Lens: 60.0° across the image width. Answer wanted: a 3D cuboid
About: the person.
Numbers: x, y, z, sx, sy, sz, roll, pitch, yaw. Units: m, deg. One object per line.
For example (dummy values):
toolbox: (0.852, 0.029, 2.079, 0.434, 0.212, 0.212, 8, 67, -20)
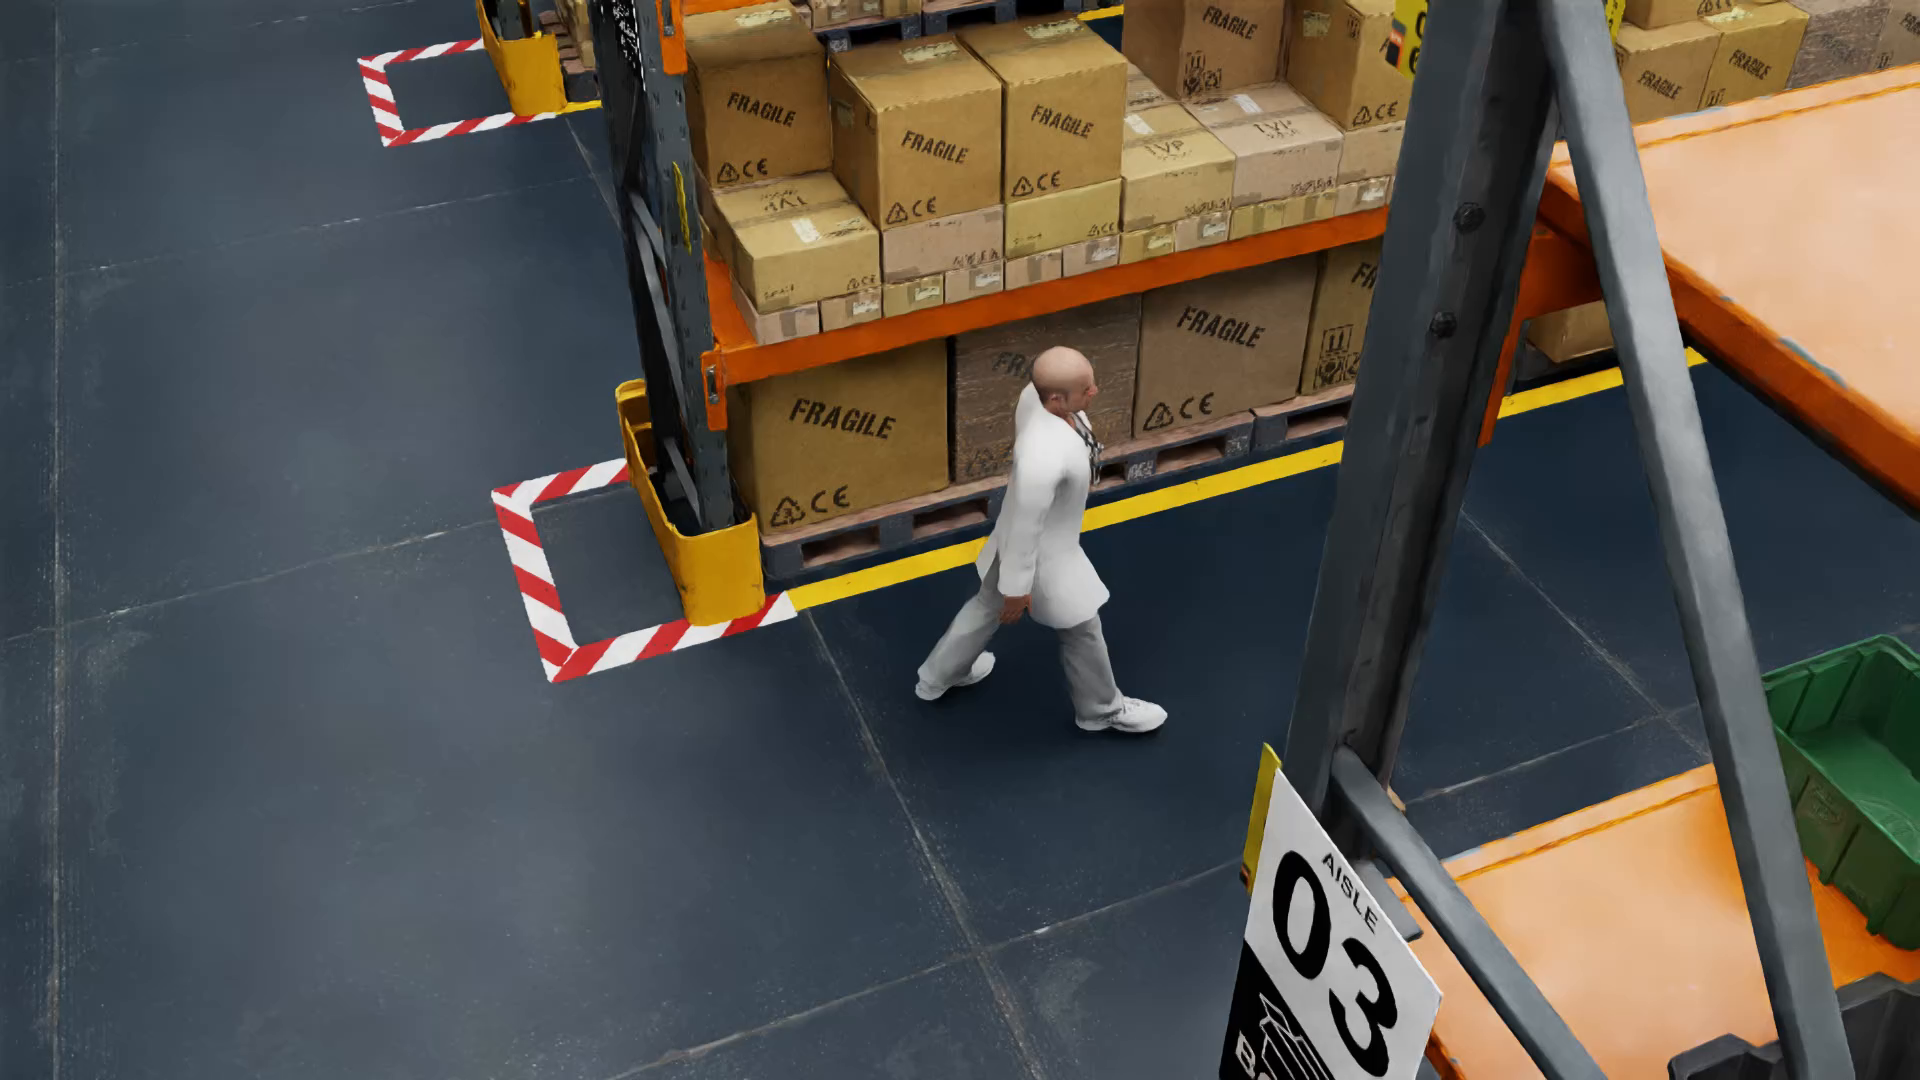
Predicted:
person: (0.317, 0.008, 6.173, 0.996, 1.748, 0.618, -1, 41, -1)
